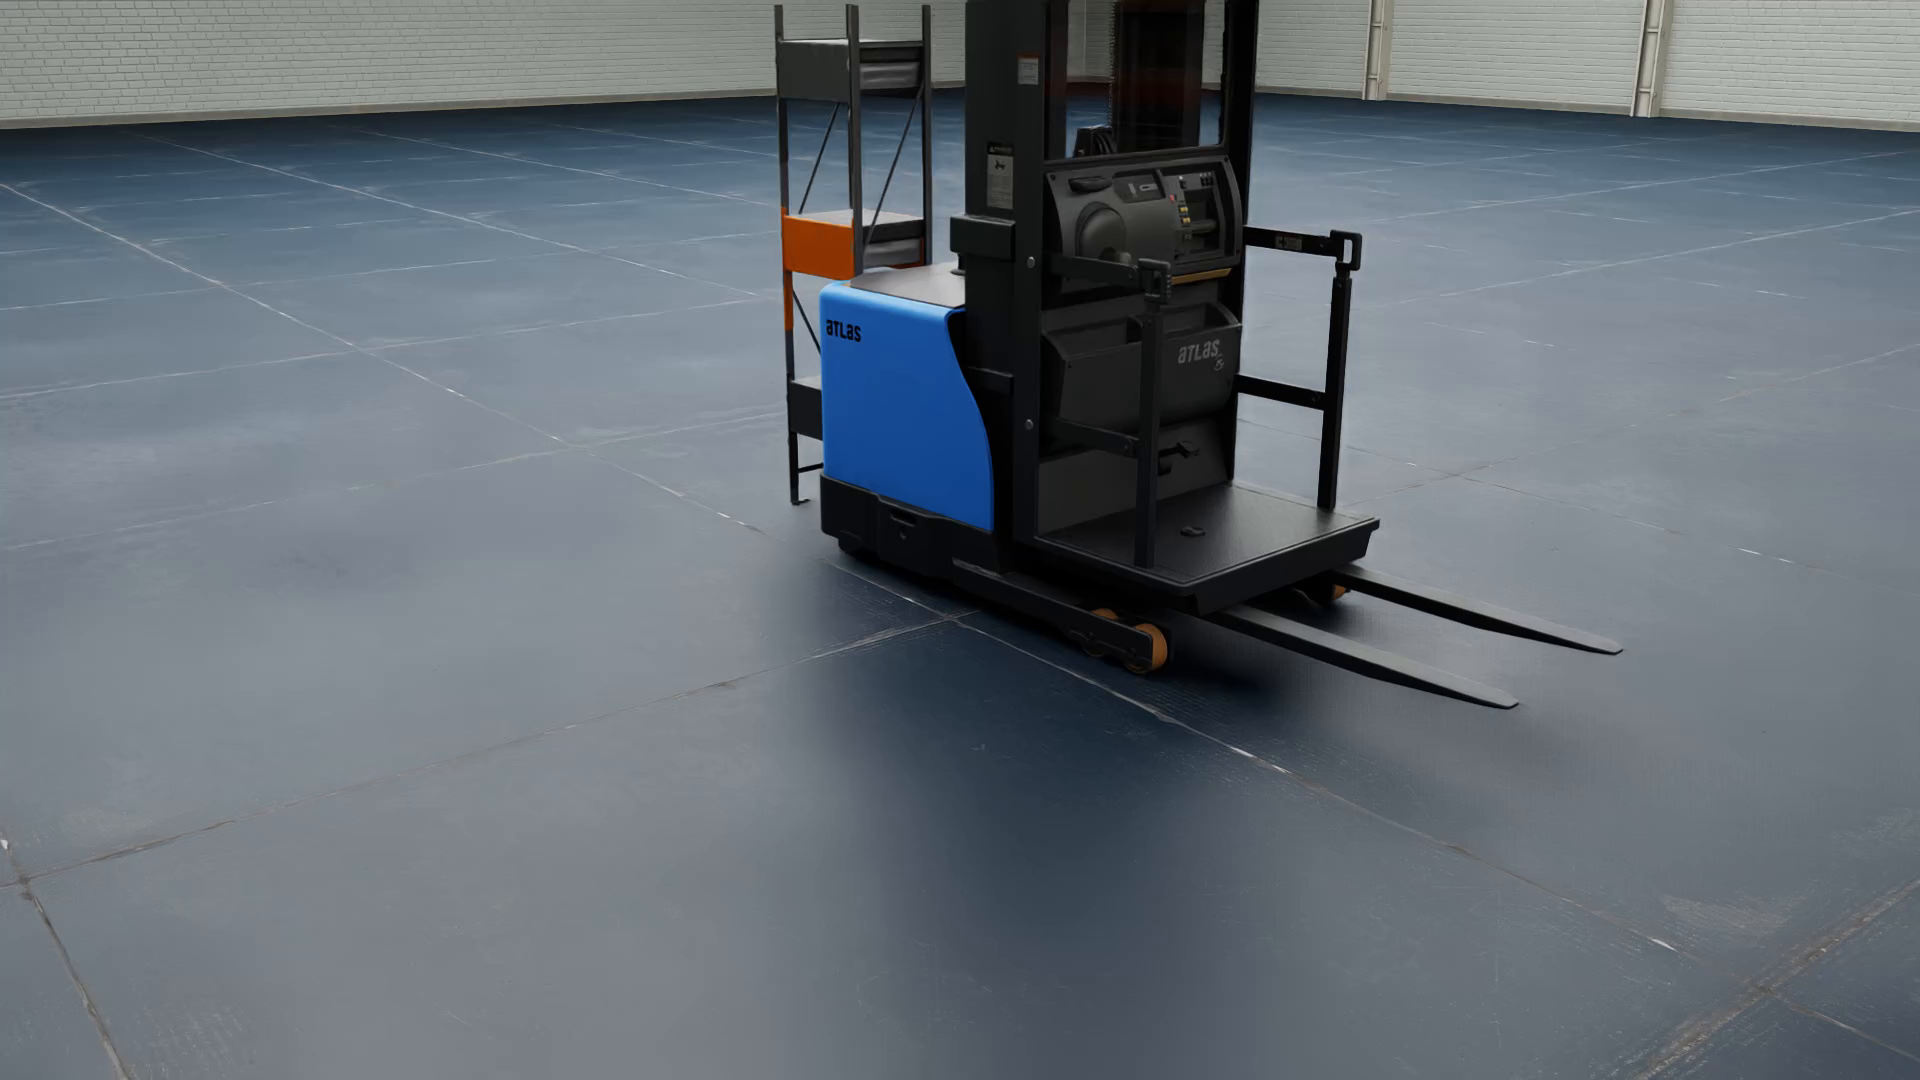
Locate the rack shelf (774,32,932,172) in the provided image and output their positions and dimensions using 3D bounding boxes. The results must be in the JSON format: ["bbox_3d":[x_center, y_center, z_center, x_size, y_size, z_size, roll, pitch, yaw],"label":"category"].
[{"bbox_3d":[-0.432,-1.790,6.745,0.431,0.518,0.480,-16,24,-39],"label":"rack shelf"}]

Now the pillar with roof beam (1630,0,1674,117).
[{"bbox_3d":[8.884,-11.020,25.827,9.100,9.000,0.400,-14,23,-36],"label":"pillar with roof beam"}]

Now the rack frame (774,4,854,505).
[{"bbox_3d":[-0.595,-1.196,7.133,0.400,2.100,0.015,-16,24,-39],"label":"rack frame"}]

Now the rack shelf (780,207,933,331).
[{"bbox_3d":[-0.432,-1.126,6.965,0.431,0.518,0.480,-16,24,-39],"label":"rack shelf"}]

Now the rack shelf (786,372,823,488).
[{"bbox_3d":[-0.432,-0.461,7.185,0.431,0.518,0.480,-16,24,-39],"label":"rack shelf"}]

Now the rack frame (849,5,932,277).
[{"bbox_3d":[-0.269,-1.082,6.788,0.400,2.100,0.015,-16,24,-39],"label":"rack frame"}]

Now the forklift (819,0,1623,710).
[{"bbox_3d":[0.793,-1.127,5.603,1.130,2.935,3.031,-16,24,-39],"label":"forklift"}]

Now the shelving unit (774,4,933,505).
[{"bbox_3d":[-0.432,-1.139,6.961,0.431,2.100,0.503,-16,24,-39],"label":"shelving unit"}]

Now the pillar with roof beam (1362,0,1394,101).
[{"bbox_3d":[5.159,-12.499,30.292,9.100,9.000,0.400,-14,23,-36],"label":"pillar with roof beam"}]
